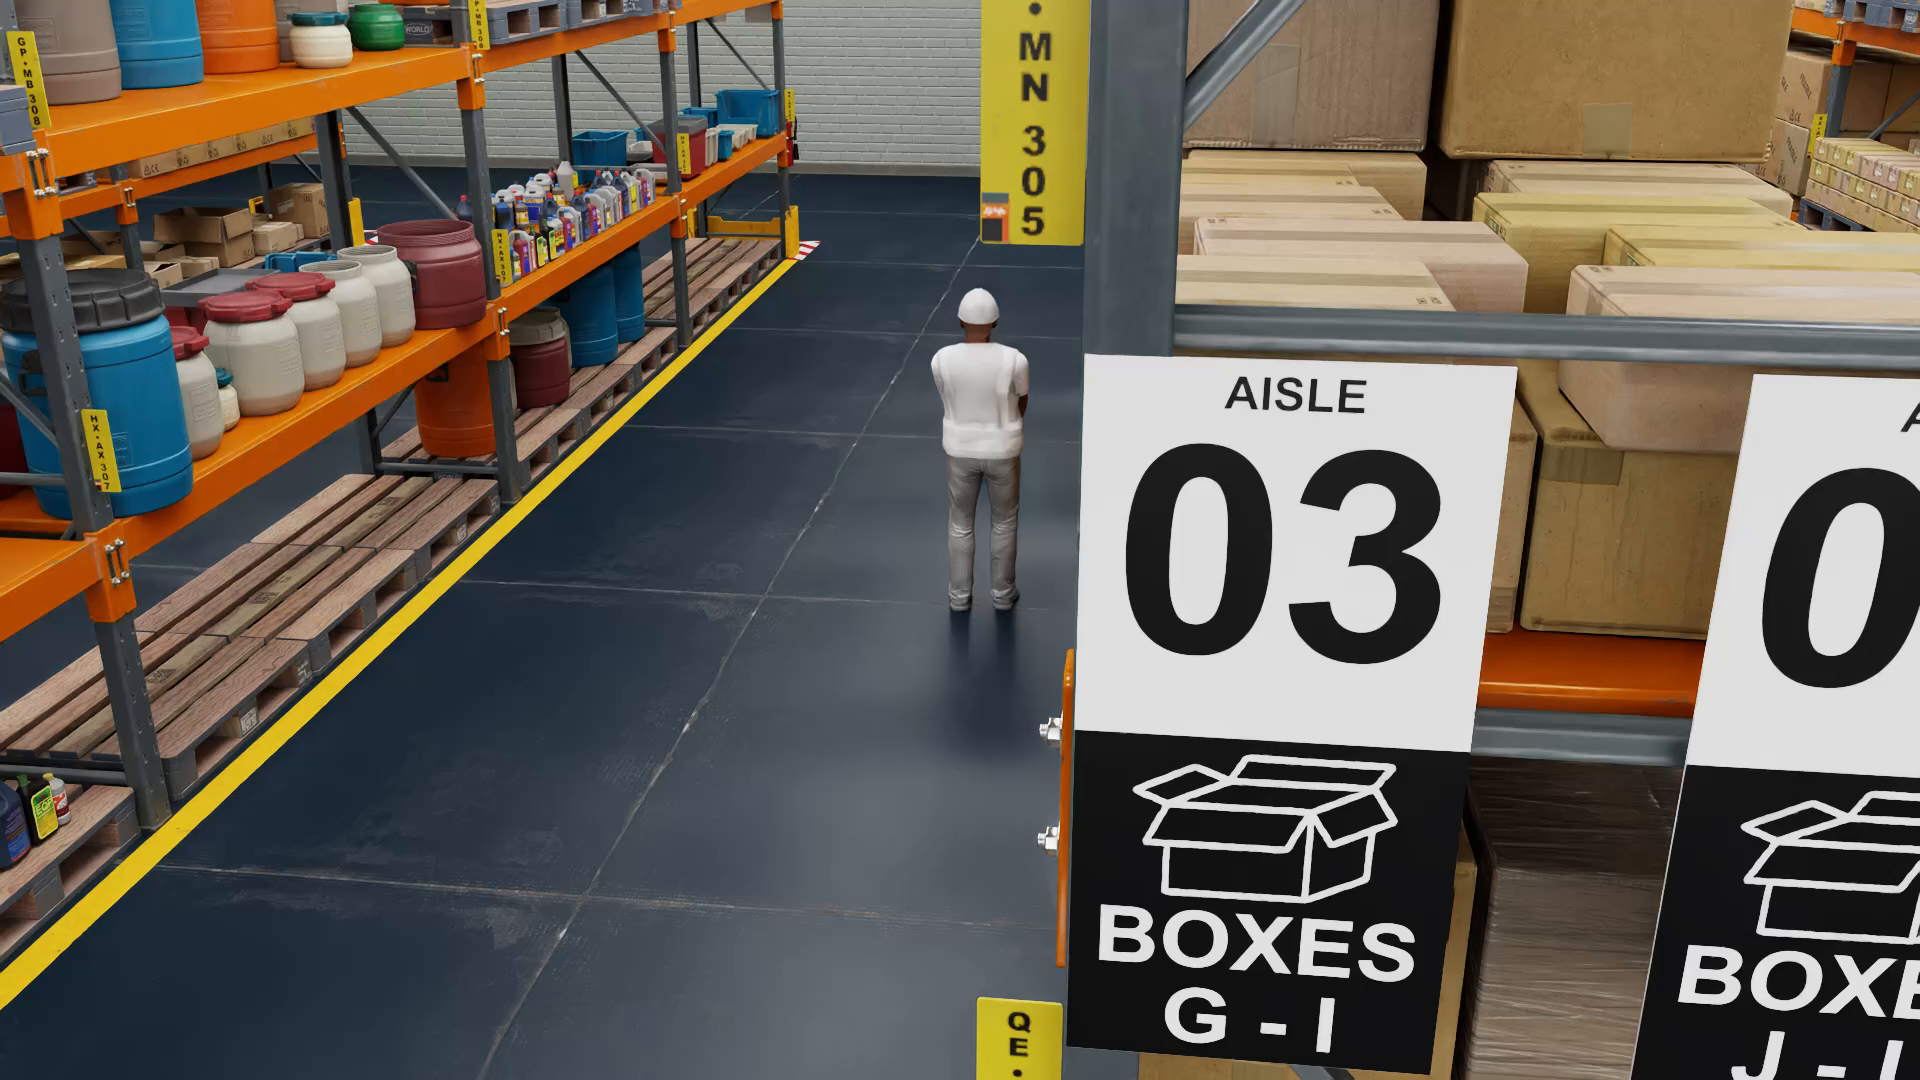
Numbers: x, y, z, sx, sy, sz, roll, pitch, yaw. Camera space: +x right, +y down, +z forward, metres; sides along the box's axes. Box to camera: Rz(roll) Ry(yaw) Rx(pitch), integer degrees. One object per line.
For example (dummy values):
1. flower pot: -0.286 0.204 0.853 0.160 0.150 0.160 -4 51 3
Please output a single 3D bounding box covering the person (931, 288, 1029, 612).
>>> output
1. person: 0.122 -0.497 8.847 0.504 1.761 0.572 3 21 7
